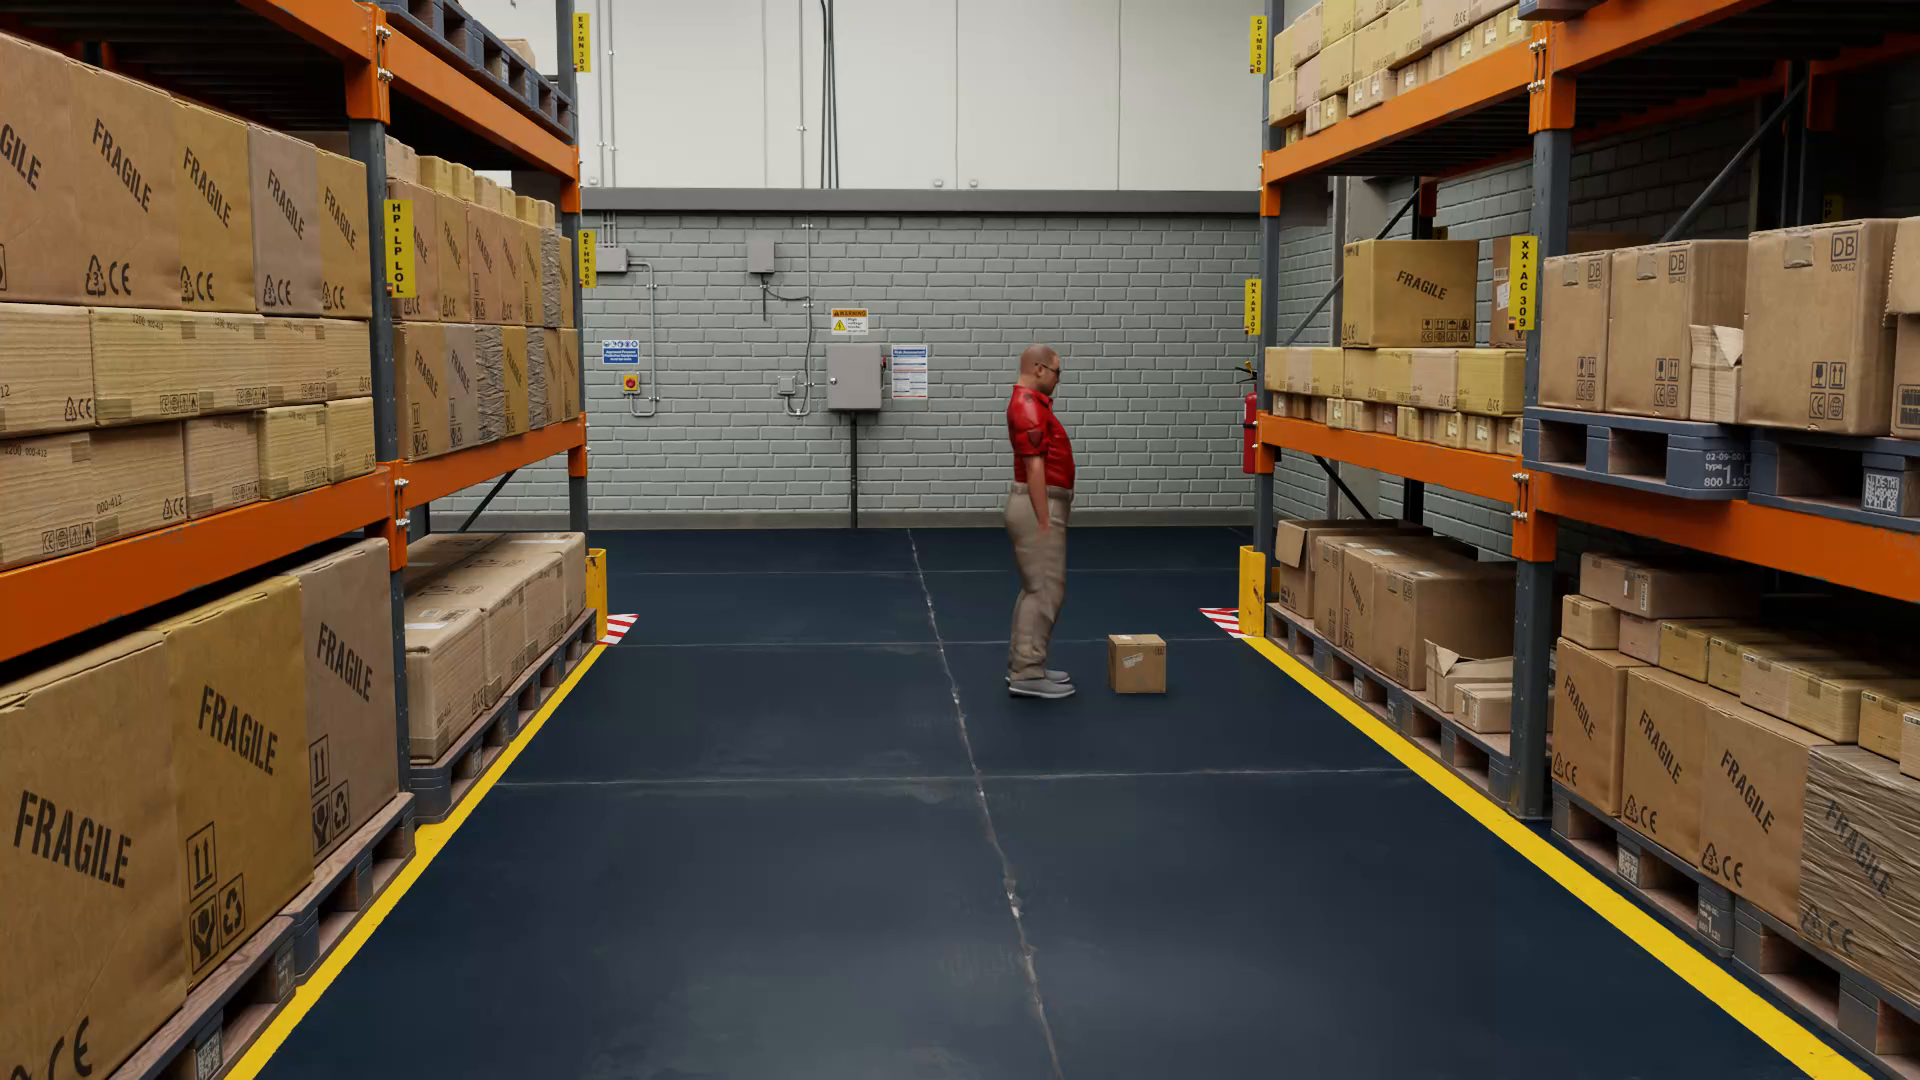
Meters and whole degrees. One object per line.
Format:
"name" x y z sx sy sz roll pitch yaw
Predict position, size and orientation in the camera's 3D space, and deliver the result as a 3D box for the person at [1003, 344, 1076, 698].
"person" 0.397 -0.104 8.252 0.358 1.724 0.530 0 7 -3
